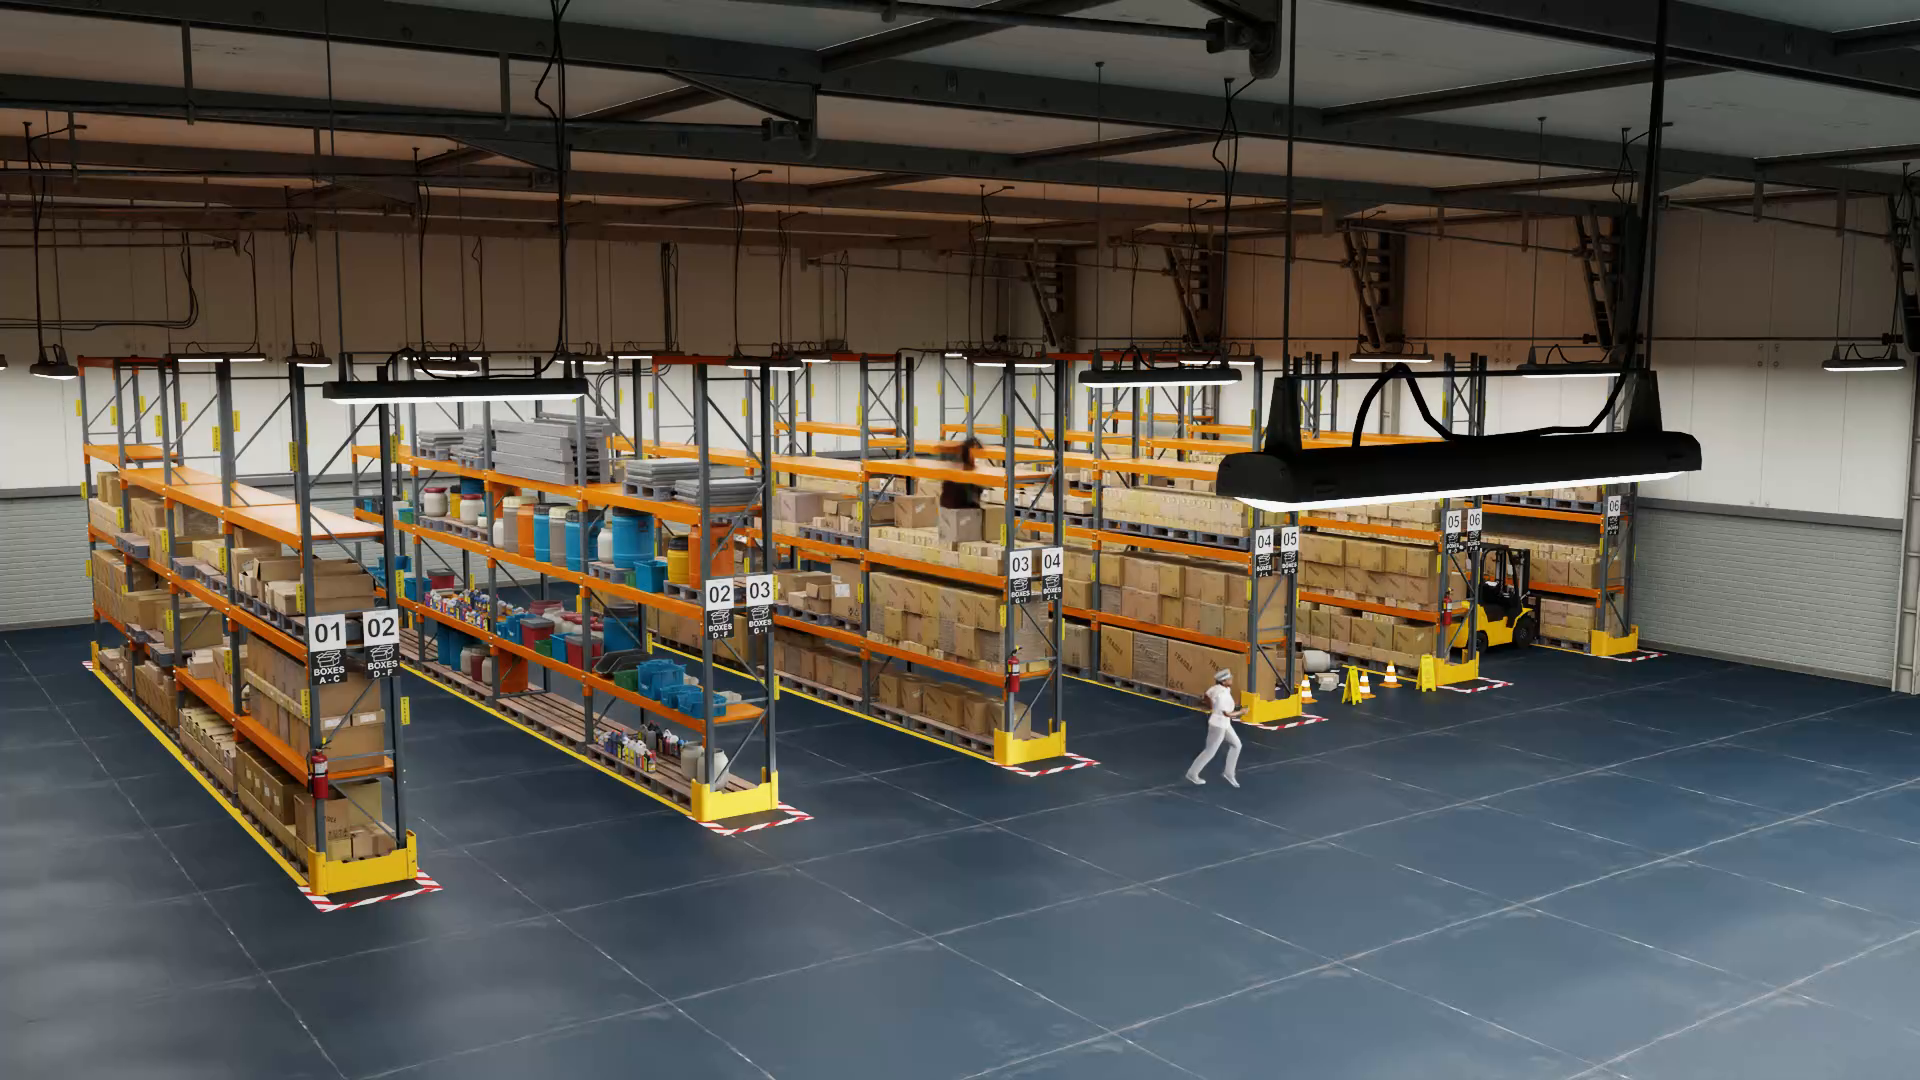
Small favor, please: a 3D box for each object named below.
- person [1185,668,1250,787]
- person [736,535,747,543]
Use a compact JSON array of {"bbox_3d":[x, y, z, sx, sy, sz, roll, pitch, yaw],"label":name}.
[{"bbox_3d":[3.640,2.656,23.489,0.882,1.740,0.583,1,7,10],"label":"person"},{"bbox_3d":[-5.500,0.596,41.200,0.593,1.483,0.766,-5,8,-33],"label":"person"}]
